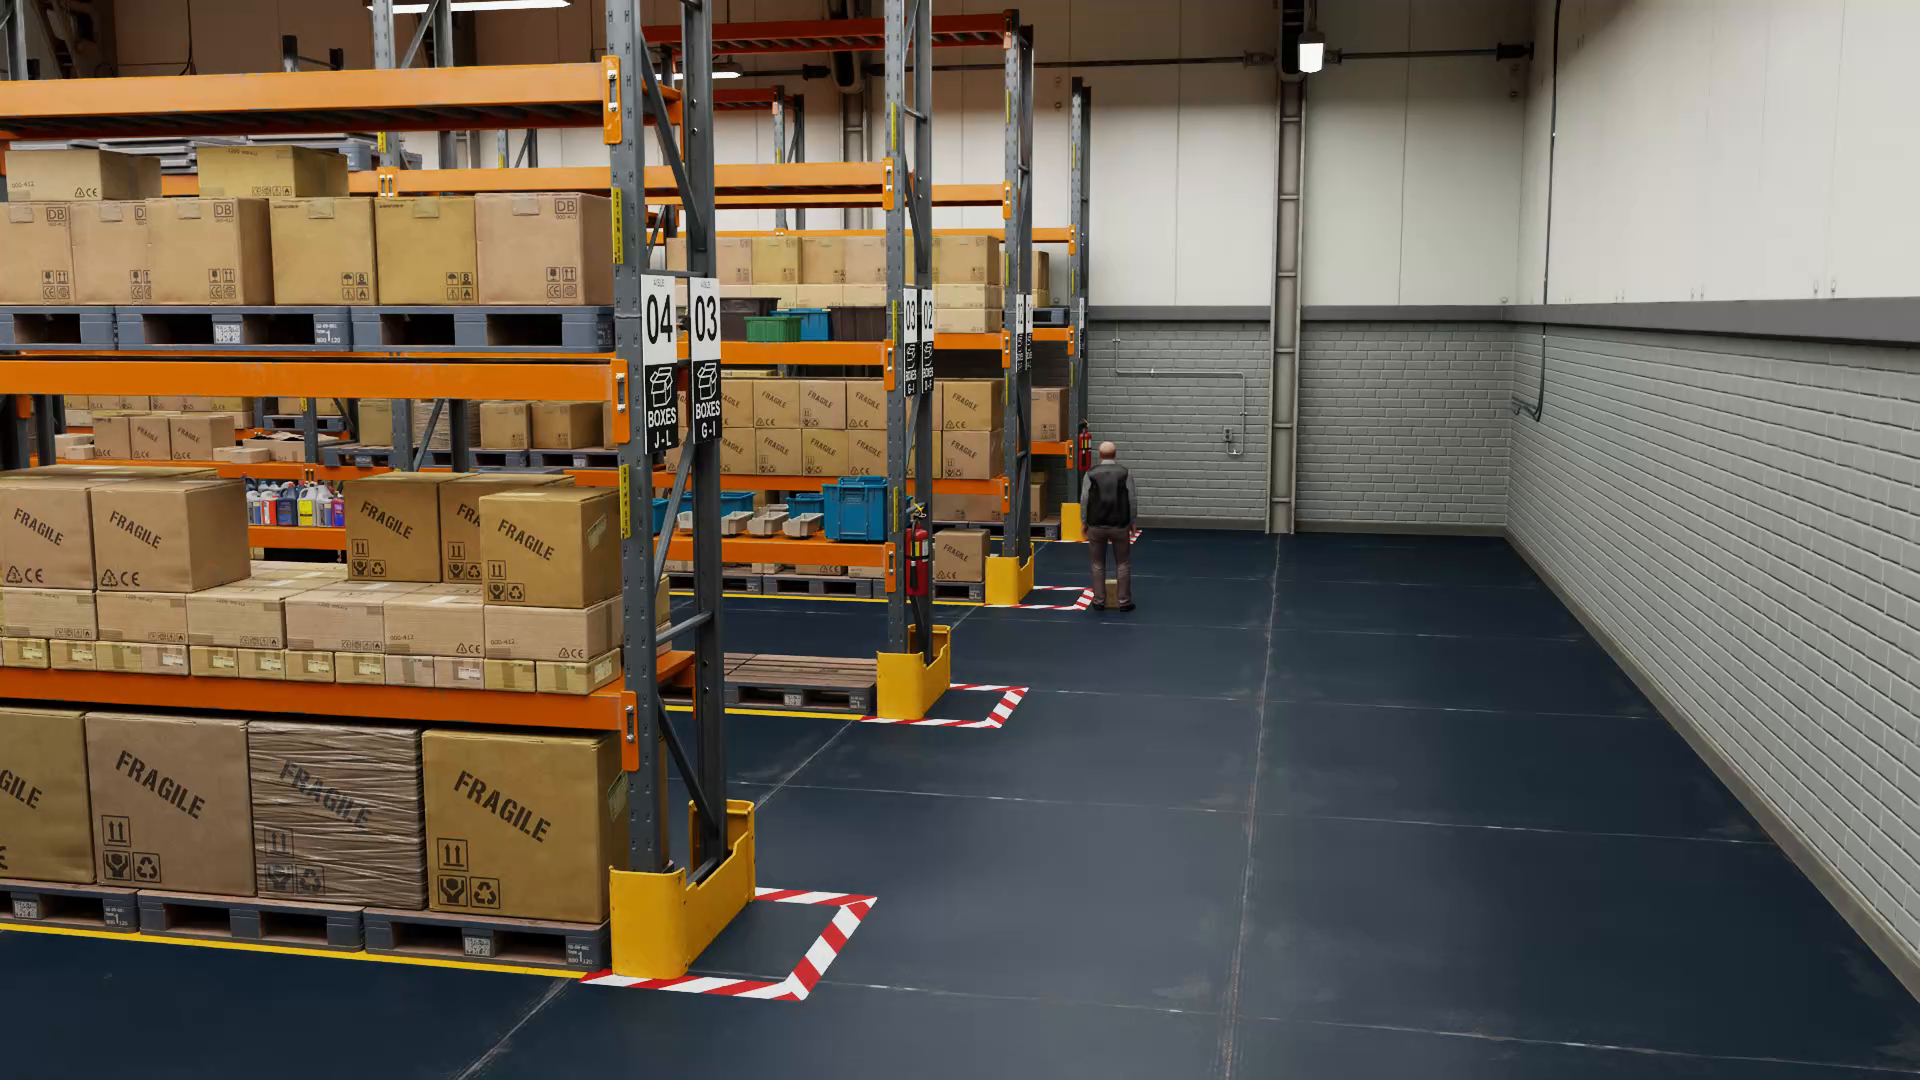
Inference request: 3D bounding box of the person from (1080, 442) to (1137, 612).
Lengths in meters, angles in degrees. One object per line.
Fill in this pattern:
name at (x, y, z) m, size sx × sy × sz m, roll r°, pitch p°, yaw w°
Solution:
person at (1.509, -0.138, 16.901) m, size 0.582 × 1.719 × 0.475 m, roll 1°, pitch 8°, yaw 6°
